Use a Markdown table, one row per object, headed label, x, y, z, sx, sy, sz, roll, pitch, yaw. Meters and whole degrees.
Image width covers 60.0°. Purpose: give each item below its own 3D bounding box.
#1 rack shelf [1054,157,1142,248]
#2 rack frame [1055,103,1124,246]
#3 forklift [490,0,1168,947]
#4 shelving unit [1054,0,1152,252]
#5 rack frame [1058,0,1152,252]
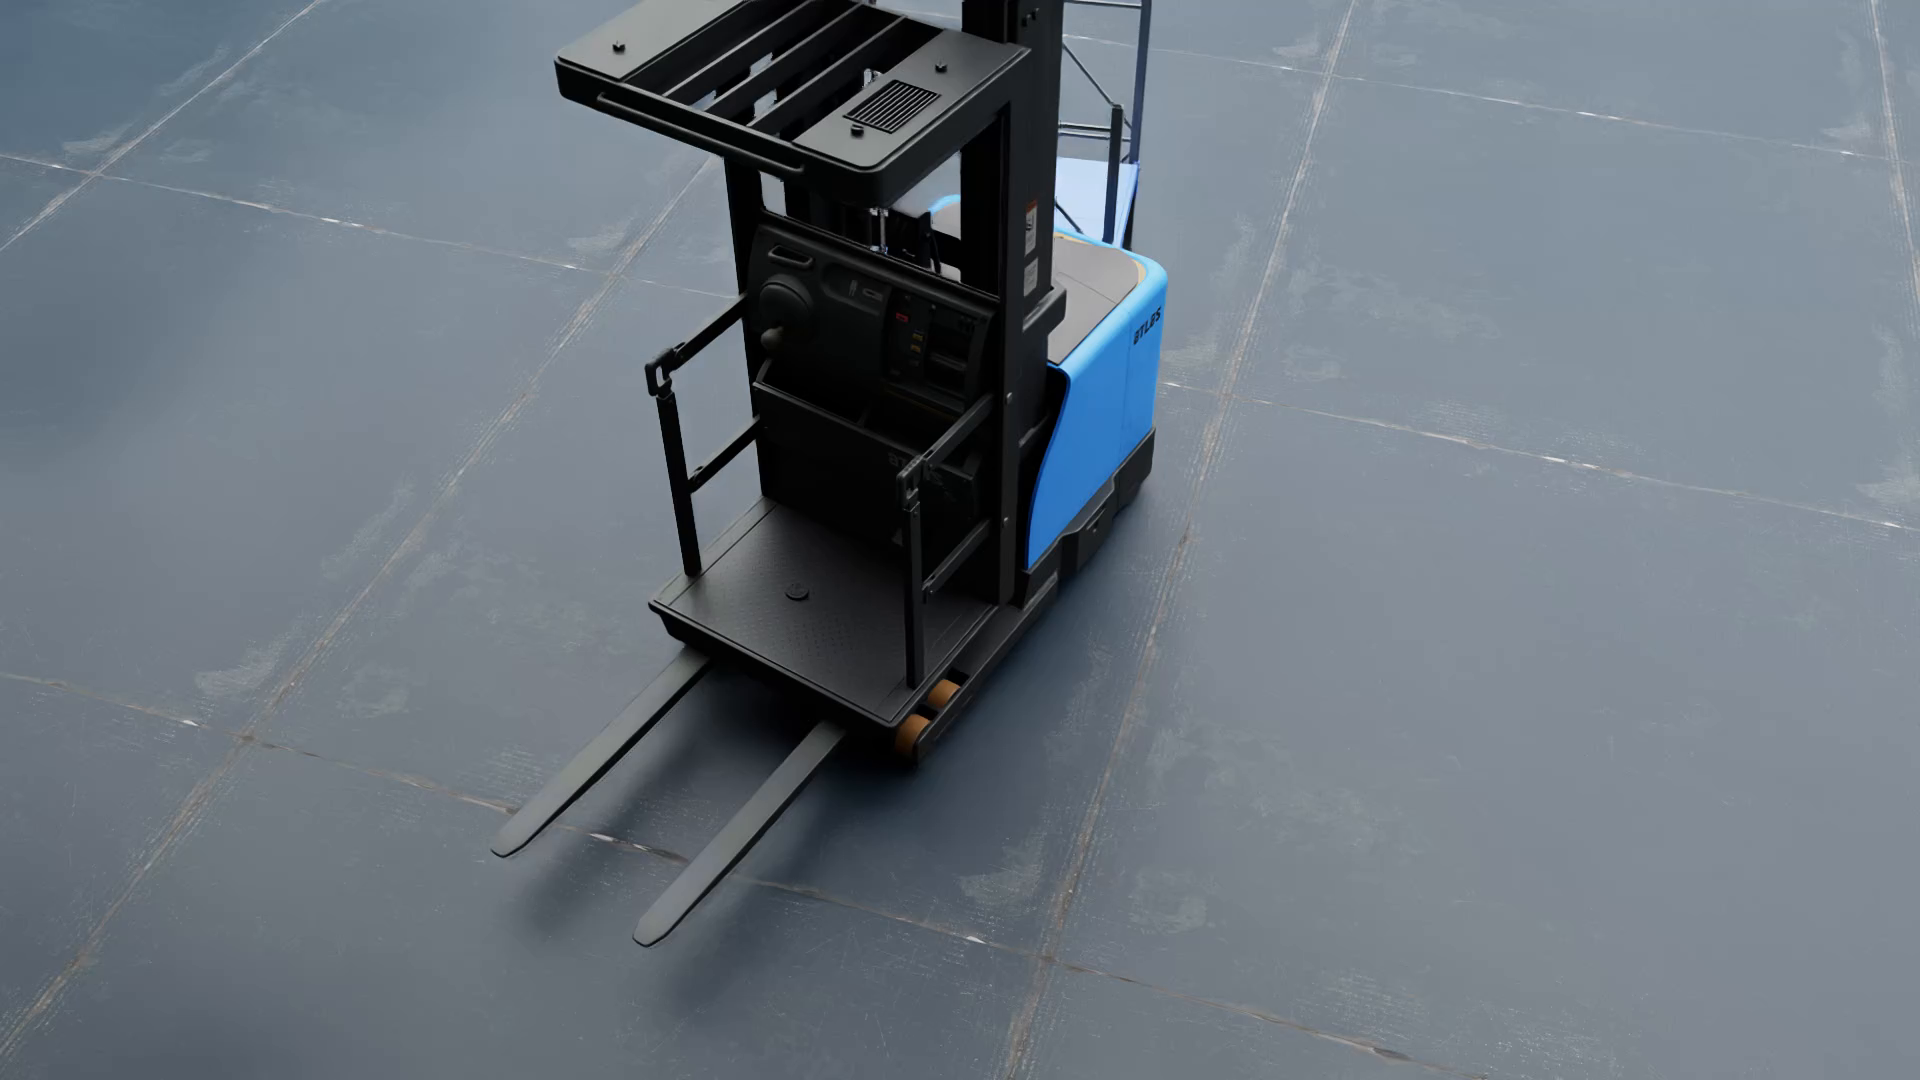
| label | x | y | z | sx | sy | sz | roll | pitch | yaw |
| --- | --- | --- | --- | --- | --- | --- | --- | --- | --- |
| rack shelf | 0.471 | -1.354 | 7.319 | 0.538 | 0.185 | 1.000 | 8 | 45 | 8 |
| rack frame | 0.373 | -1.134 | 6.837 | 0.500 | 1.500 | 0.032 | 8 | 45 | 8 |
| forklift | -0.423 | -0.642 | 5.310 | 1.130 | 2.935 | 3.031 | 25 | 49 | 23 |
| shelving unit | 0.471 | -1.483 | 7.193 | 0.538 | 1.500 | 1.048 | 8 | 45 | 8 |
| rack frame | 0.568 | -1.832 | 7.550 | 0.500 | 1.500 | 0.032 | 8 | 45 | 8 |
